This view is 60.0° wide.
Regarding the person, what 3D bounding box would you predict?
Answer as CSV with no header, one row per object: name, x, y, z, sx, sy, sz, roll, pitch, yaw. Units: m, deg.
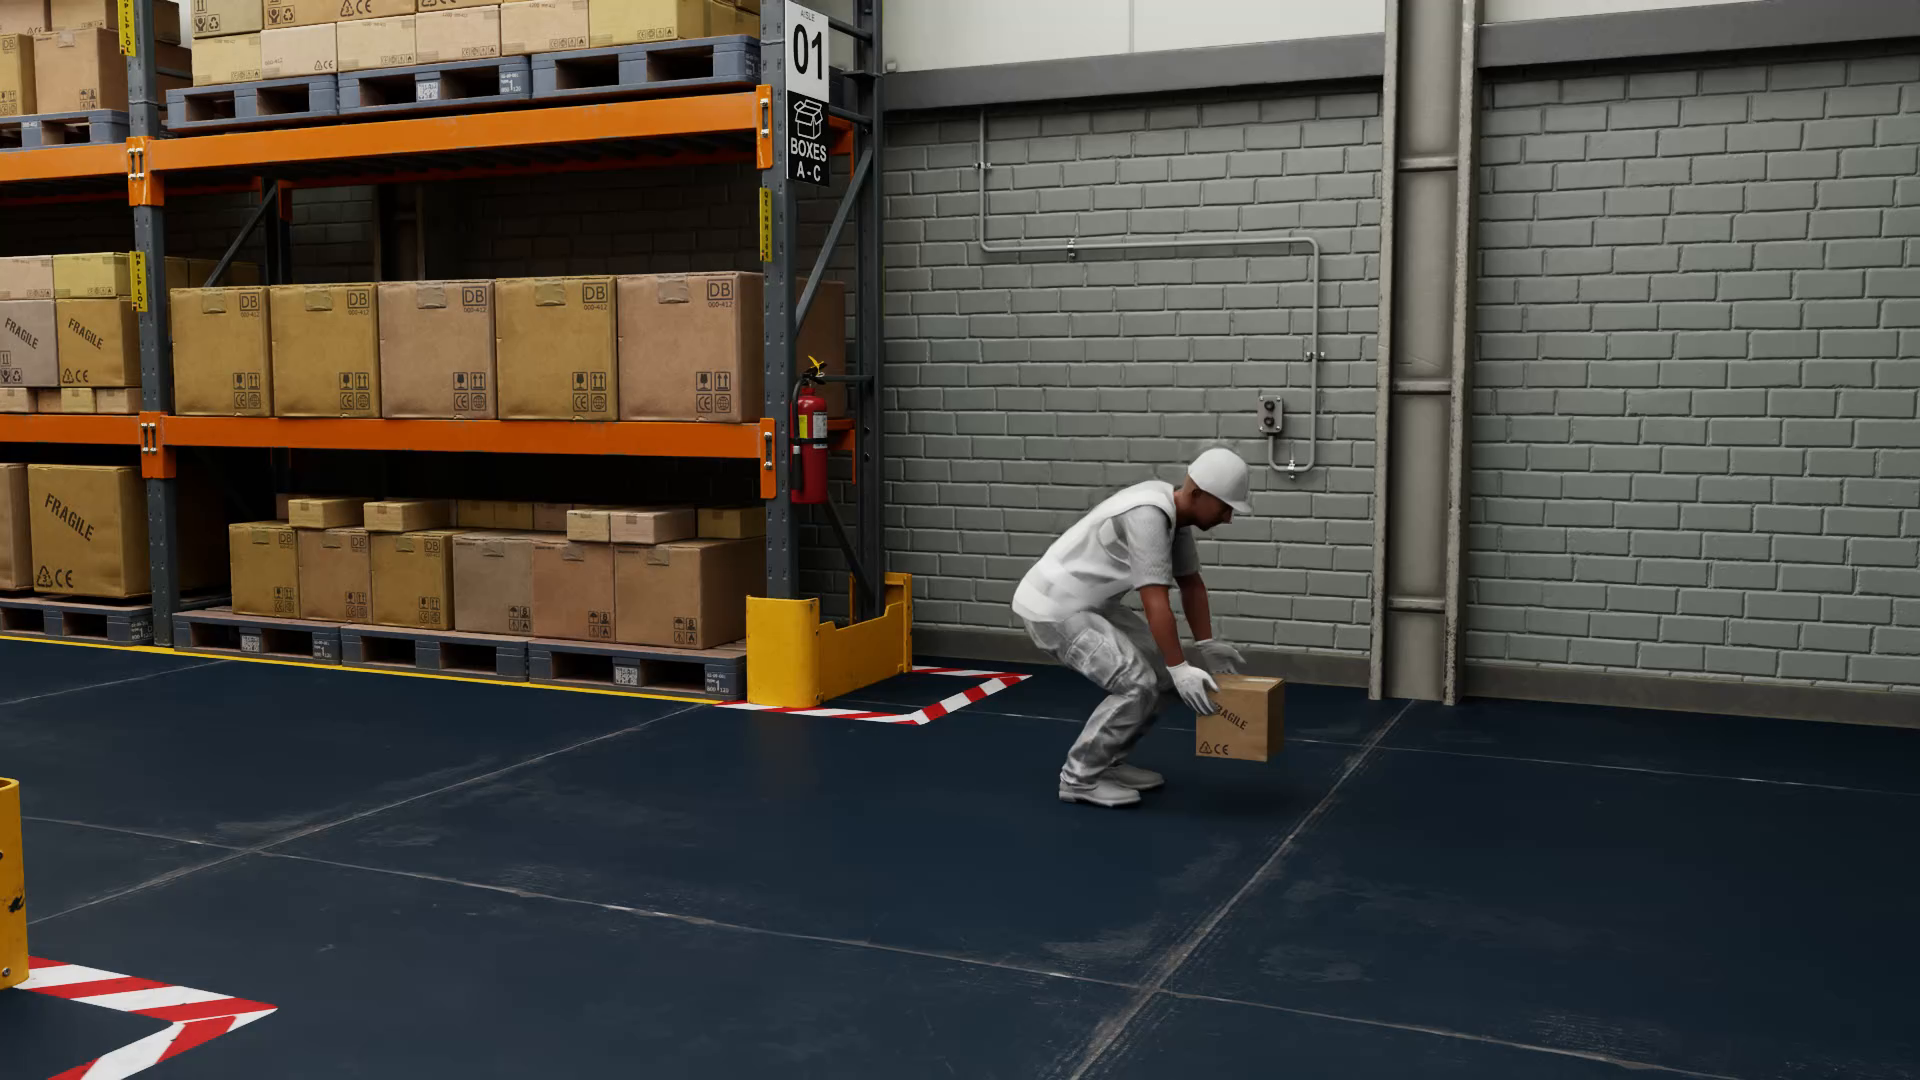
person,0.628,0.298,6.004,0.833,1.264,0.607,2,6,24
